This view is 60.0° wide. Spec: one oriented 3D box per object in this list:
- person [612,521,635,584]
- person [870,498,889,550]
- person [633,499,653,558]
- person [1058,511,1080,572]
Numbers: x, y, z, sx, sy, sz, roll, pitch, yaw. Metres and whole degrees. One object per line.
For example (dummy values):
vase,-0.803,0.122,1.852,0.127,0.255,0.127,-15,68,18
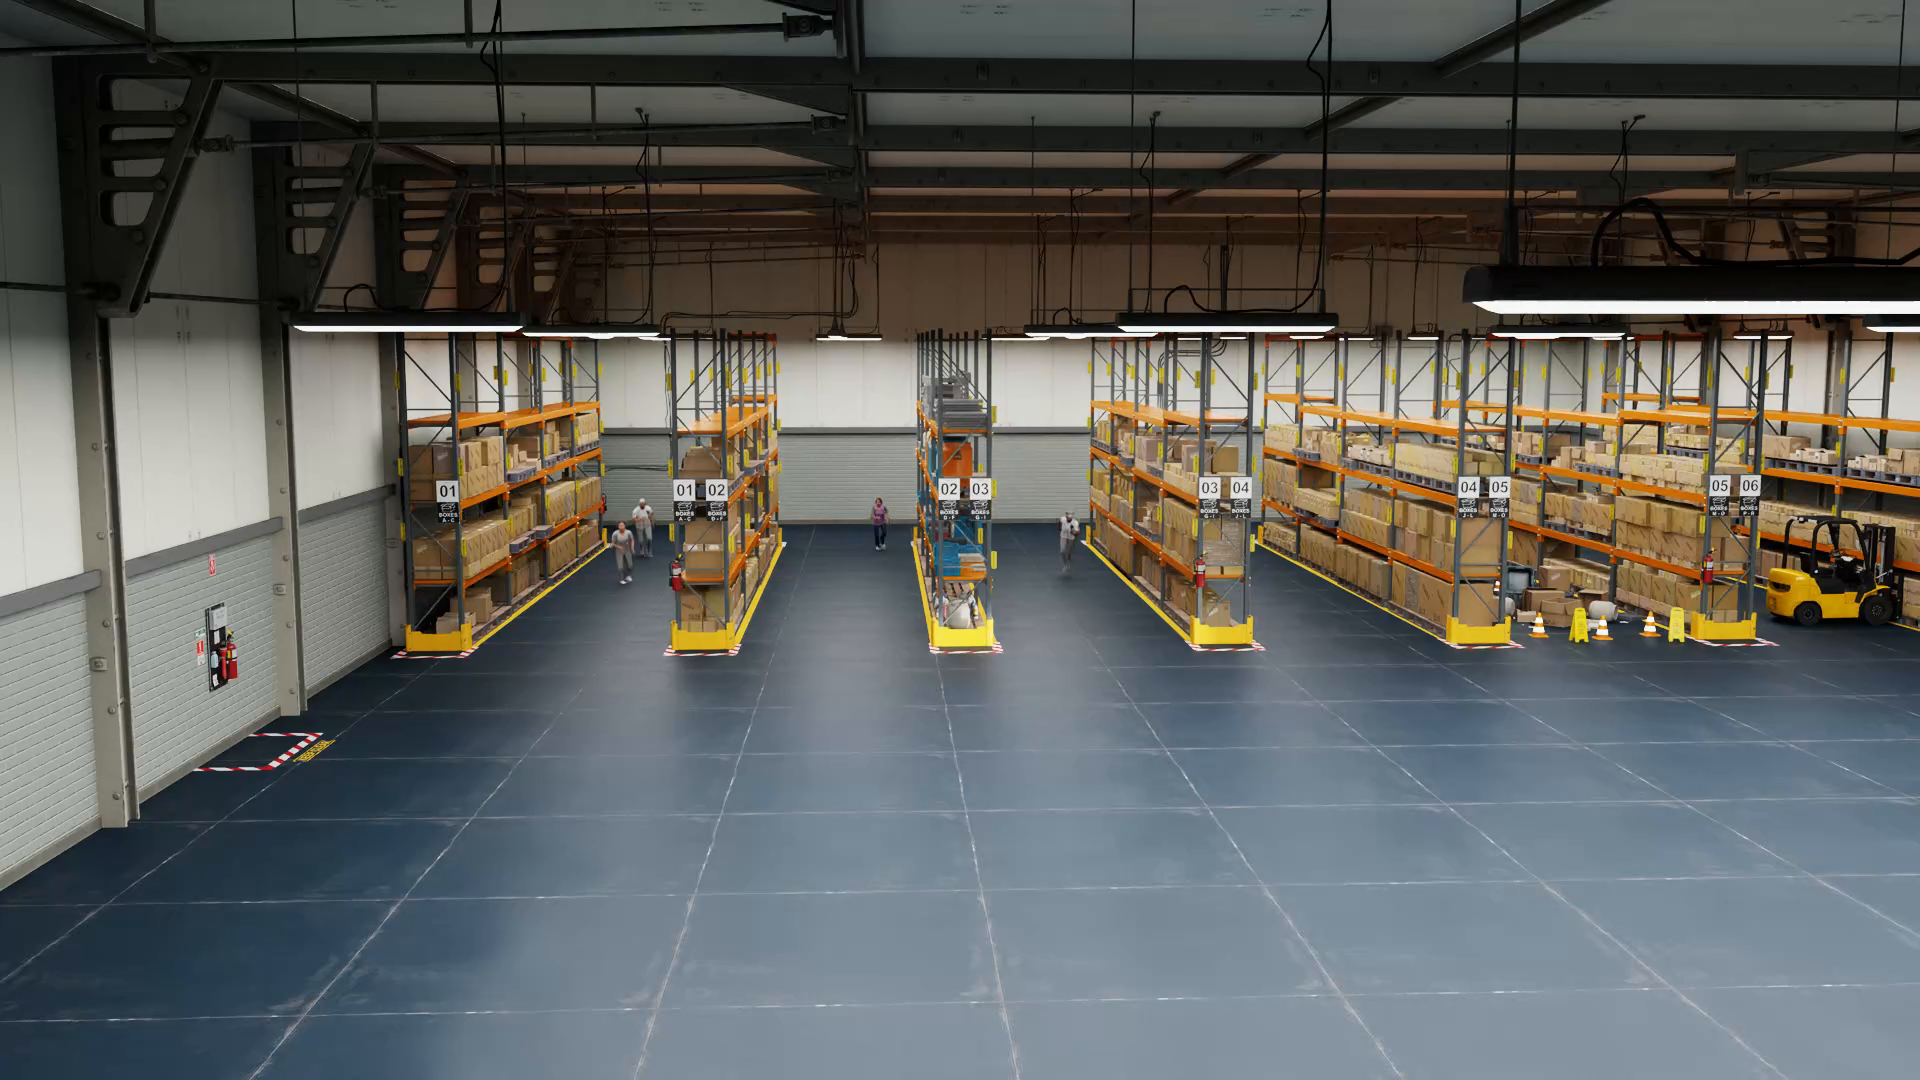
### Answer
person,-8.009,0.299,39.555,0.553,1.559,0.721,-2,7,-18
person,-2.219,-0.442,45.961,0.538,1.495,0.841,-1,7,-8
person,-8.494,-0.325,44.603,0.551,1.615,0.905,-1,7,-12
person,2.644,0.007,40.369,0.583,1.494,1.094,1,7,8
